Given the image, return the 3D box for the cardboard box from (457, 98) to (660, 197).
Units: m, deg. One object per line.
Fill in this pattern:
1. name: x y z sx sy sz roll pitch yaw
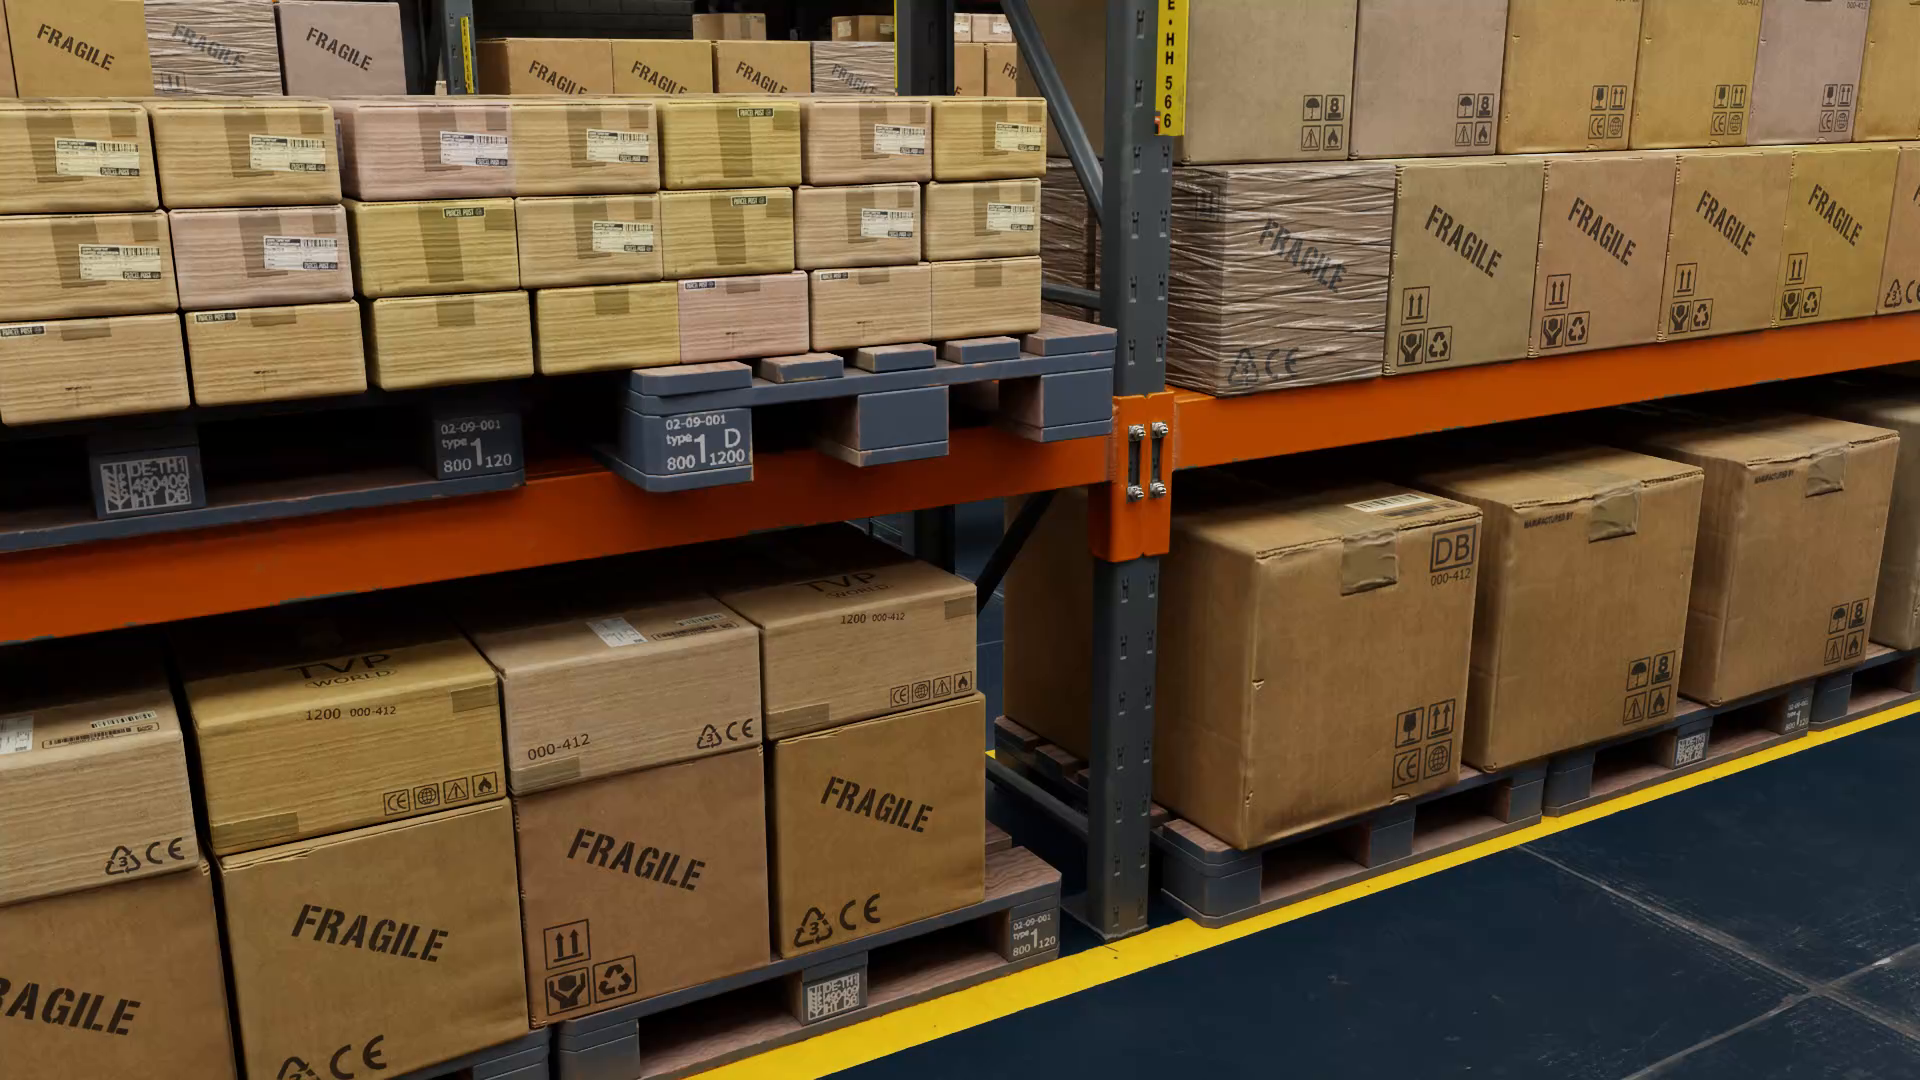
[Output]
1. cardboard box: -0.707 -0.688 2.892 0.250 0.149 0.380 -9 18 -28

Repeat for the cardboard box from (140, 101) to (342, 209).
1. cardboard box: -1.148 -0.617 2.640 0.250 0.149 0.380 -8 18 -27

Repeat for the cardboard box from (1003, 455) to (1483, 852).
1. cardboard box: 0.714 0.214 4.479 0.750 0.750 1.050 -9 18 -30

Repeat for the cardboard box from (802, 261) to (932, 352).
1. cardboard box: -0.254 -0.475 3.236 0.250 0.149 0.380 -9 18 -30

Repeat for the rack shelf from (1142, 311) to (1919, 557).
1. rack shelf: 1.860 -0.535 5.093 4.000 0.370 1.077 -9 18 -30

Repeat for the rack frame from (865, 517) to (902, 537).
1. rack frame: -0.308 -0.672 7.029 0.023 1.500 0.400 -9 18 -30

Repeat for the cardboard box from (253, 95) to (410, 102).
1. cardboard box: -1.250 -0.806 3.312 0.250 0.149 0.380 -8 18 -27

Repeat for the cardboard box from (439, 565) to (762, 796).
1. cardboard box: -0.733 0.266 3.369 0.500 0.250 0.500 -9 18 -29

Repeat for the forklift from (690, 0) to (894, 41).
1. forklift: -1.018 -2.690 11.576 3.031 2.935 1.130 -9 18 -30

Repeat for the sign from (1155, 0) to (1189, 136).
1. sign: 0.433 -0.998 3.415 0.005 0.325 0.100 -9 18 -30

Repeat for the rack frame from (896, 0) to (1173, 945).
1. rack frame: 0.145 -0.603 4.004 0.127 3.000 1.000 -9 18 -30

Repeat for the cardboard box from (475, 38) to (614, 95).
1. cardboard box: -1.986 -2.137 7.961 0.500 0.500 0.500 -10 18 -31

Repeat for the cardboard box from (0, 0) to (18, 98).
1. cardboard box: -4.101 -1.922 6.672 0.500 0.500 0.500 -10 18 -31

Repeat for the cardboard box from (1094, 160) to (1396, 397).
1. cardboard box: 0.669 -0.651 3.990 0.500 0.500 0.500 -9 18 -29

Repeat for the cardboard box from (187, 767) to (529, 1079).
1. cardboard box: -1.176 0.699 3.213 0.500 0.500 0.500 -10 19 -32

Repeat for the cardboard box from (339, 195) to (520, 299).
1. cardboard box: -0.925 -0.510 2.809 0.250 0.149 0.380 -9 18 -30

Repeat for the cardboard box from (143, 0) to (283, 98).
1. cardboard box: -3.235 -2.058 7.158 0.500 0.500 0.500 -9 18 -29

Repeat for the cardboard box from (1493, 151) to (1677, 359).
1. cardboard box: 1.536 -0.793 4.495 0.500 0.500 0.500 -9 18 -30

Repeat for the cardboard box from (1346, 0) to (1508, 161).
1. cardboard box: 0.968 -1.263 4.322 0.500 0.500 0.700 -10 18 -31

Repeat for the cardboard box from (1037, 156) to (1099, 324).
1. cardboard box: 0.393 -0.776 4.436 0.500 0.500 0.500 -9 18 -30

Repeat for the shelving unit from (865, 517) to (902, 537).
1. shelving unit: 0.006 -0.723 7.211 0.755 1.500 0.431 -9 18 -30

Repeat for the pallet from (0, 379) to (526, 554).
1. pallet: -1.530 -0.226 3.015 1.213 0.211 1.003 -9 18 -30

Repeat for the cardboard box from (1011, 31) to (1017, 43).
1. cardboard box: 0.353 -3.013 9.884 0.250 0.149 0.380 -9 18 -30

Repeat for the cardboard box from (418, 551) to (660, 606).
1. cardboard box: -1.005 0.148 3.790 0.500 0.250 0.500 -9 18 -30

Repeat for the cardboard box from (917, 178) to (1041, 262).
1. cardboard box: -0.044 -0.654 3.320 0.250 0.149 0.380 -9 18 -29

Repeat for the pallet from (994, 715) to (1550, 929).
1. pallet: 0.860 0.647 4.709 1.213 0.211 1.003 -9 18 -30

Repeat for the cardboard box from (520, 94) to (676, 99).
1. cardboard box: -0.792 -0.880 3.578 0.250 0.149 0.380 -9 18 -30

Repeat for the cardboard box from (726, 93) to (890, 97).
1. cardboard box: -0.354 -0.951 3.830 0.250 0.149 0.380 -9 18 -30

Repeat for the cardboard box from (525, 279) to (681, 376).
1. cardboard box: -0.690 -0.406 2.987 0.250 0.149 0.380 -9 18 -30

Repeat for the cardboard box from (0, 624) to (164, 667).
1. cardboard box: -1.882 0.286 3.296 0.500 0.250 0.500 -10 19 -32

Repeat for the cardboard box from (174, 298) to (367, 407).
1. cardboard box: -1.143 -0.332 2.726 0.250 0.149 0.380 -9 18 -28

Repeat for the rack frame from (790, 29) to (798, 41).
1. rack frame: -1.621 -3.438 14.118 0.127 3.000 1.000 -9 18 -30

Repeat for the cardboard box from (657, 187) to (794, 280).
1. cardboard box: -0.496 -0.579 3.054 0.250 0.149 0.380 -9 18 -28

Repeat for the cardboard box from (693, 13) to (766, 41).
1. cardboard box: -1.233 -2.733 8.886 0.250 0.149 0.380 -10 19 -32

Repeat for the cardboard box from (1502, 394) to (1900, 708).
1. cardboard box: 2.260 -0.038 5.377 0.750 0.750 1.050 -9 18 -30

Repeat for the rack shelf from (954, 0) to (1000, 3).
1. rack shelf: 0.093 -4.814 14.802 4.000 0.370 1.077 -9 18 -30

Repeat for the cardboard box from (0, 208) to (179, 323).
1. cardboard box: -1.369 -0.438 2.551 0.250 0.149 0.380 -10 18 -31

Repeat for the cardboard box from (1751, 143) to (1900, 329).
1. cardboard box: 2.398 -0.932 4.994 0.500 0.500 0.500 -9 18 -29

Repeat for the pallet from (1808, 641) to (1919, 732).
1. pallet: 2.952 0.308 5.919 1.213 0.211 1.003 -9 18 -30

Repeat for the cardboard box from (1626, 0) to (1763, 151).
1. cardboard box: 1.845 -1.406 4.832 0.500 0.500 0.700 -9 18 -30

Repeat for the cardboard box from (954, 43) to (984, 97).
1. cardboard box: -0.209 -2.427 8.997 0.500 0.500 0.500 -9 18 -28

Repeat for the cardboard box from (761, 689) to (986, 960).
1. cardboard box: -0.284 0.550 3.743 0.500 0.500 0.500 -9 18 -30

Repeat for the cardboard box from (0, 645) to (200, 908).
1. cardboard box: -1.619 0.407 2.864 0.500 0.250 0.500 -8 18 -28

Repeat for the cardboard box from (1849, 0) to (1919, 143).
1. cardboard box: 2.712 -1.546 5.331 0.500 0.500 0.700 -10 18 -31

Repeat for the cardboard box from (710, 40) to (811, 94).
1. cardboard box: -1.091 -2.286 8.495 0.500 0.500 0.500 -9 18 -29

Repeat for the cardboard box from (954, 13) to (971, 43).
1. cardboard box: -0.148 -2.738 8.902 0.250 0.149 0.380 -10 19 -32

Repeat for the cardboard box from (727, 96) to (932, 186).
1. cardboard box: -0.255 -0.762 3.157 0.250 0.149 0.380 -9 18 -30

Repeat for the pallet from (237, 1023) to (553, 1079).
1. pallet: -1.570 1.016 3.393 1.213 0.211 1.003 -9 18 -30

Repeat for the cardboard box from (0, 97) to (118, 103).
1. cardboard box: -1.692 -0.735 3.058 0.250 0.149 0.380 -10 18 -30
